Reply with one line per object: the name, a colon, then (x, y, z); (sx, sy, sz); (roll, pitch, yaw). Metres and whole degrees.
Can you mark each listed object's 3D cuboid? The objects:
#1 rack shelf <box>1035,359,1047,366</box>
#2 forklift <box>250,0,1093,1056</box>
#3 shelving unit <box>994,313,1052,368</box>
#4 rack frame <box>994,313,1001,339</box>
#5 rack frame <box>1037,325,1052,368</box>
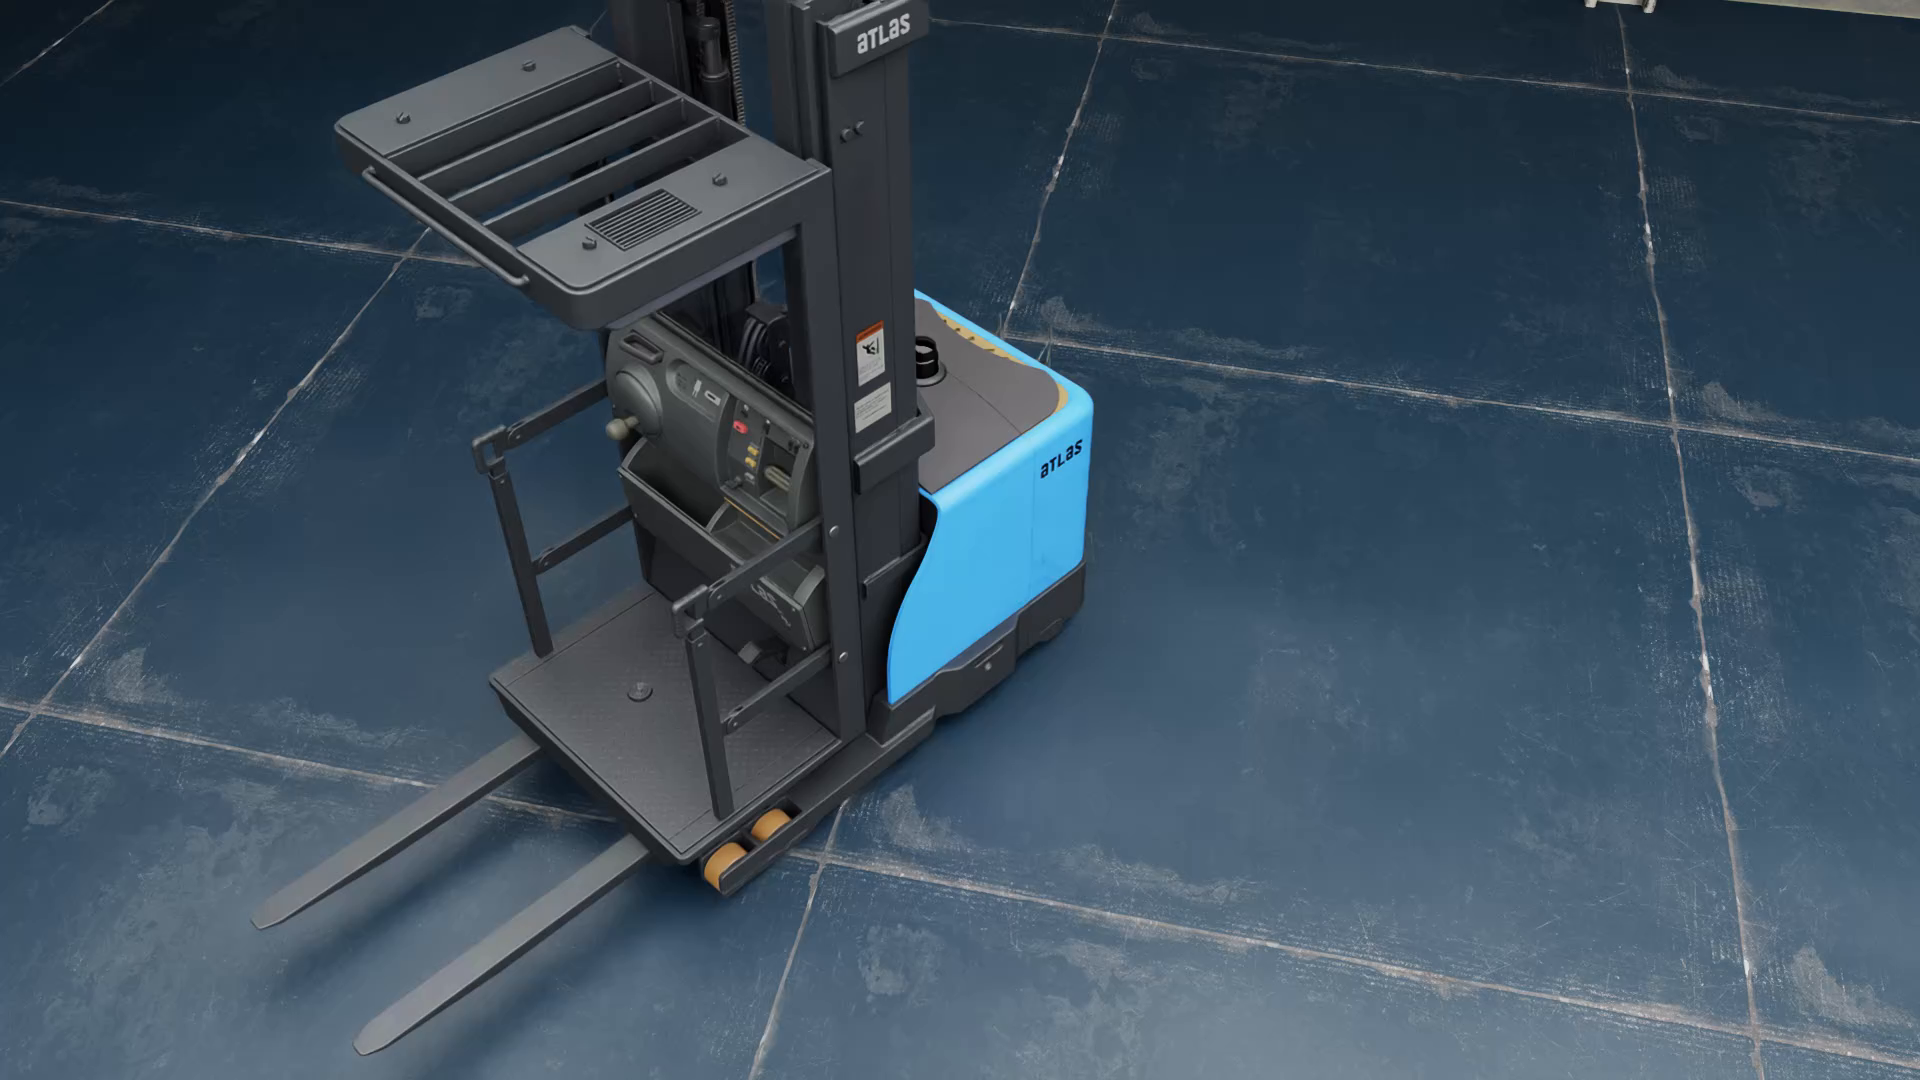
rack shelf: (0.208, -0.609, 6.393); (0.200, 0.077, 0.258); (15, 46, 15)
forklift: (-0.918, -0.293, 4.941); (1.130, 2.935, 3.031); (35, 54, 31)
shelving unit: (0.208, -0.439, 6.557); (0.210, 0.900, 0.258); (15, 46, 15)
rack frame: (0.113, -0.464, 6.583); (0.006, 0.900, 0.240); (15, 46, 15)
rack frame: (0.303, -0.414, 6.531); (0.006, 0.900, 0.240); (15, 46, 15)
